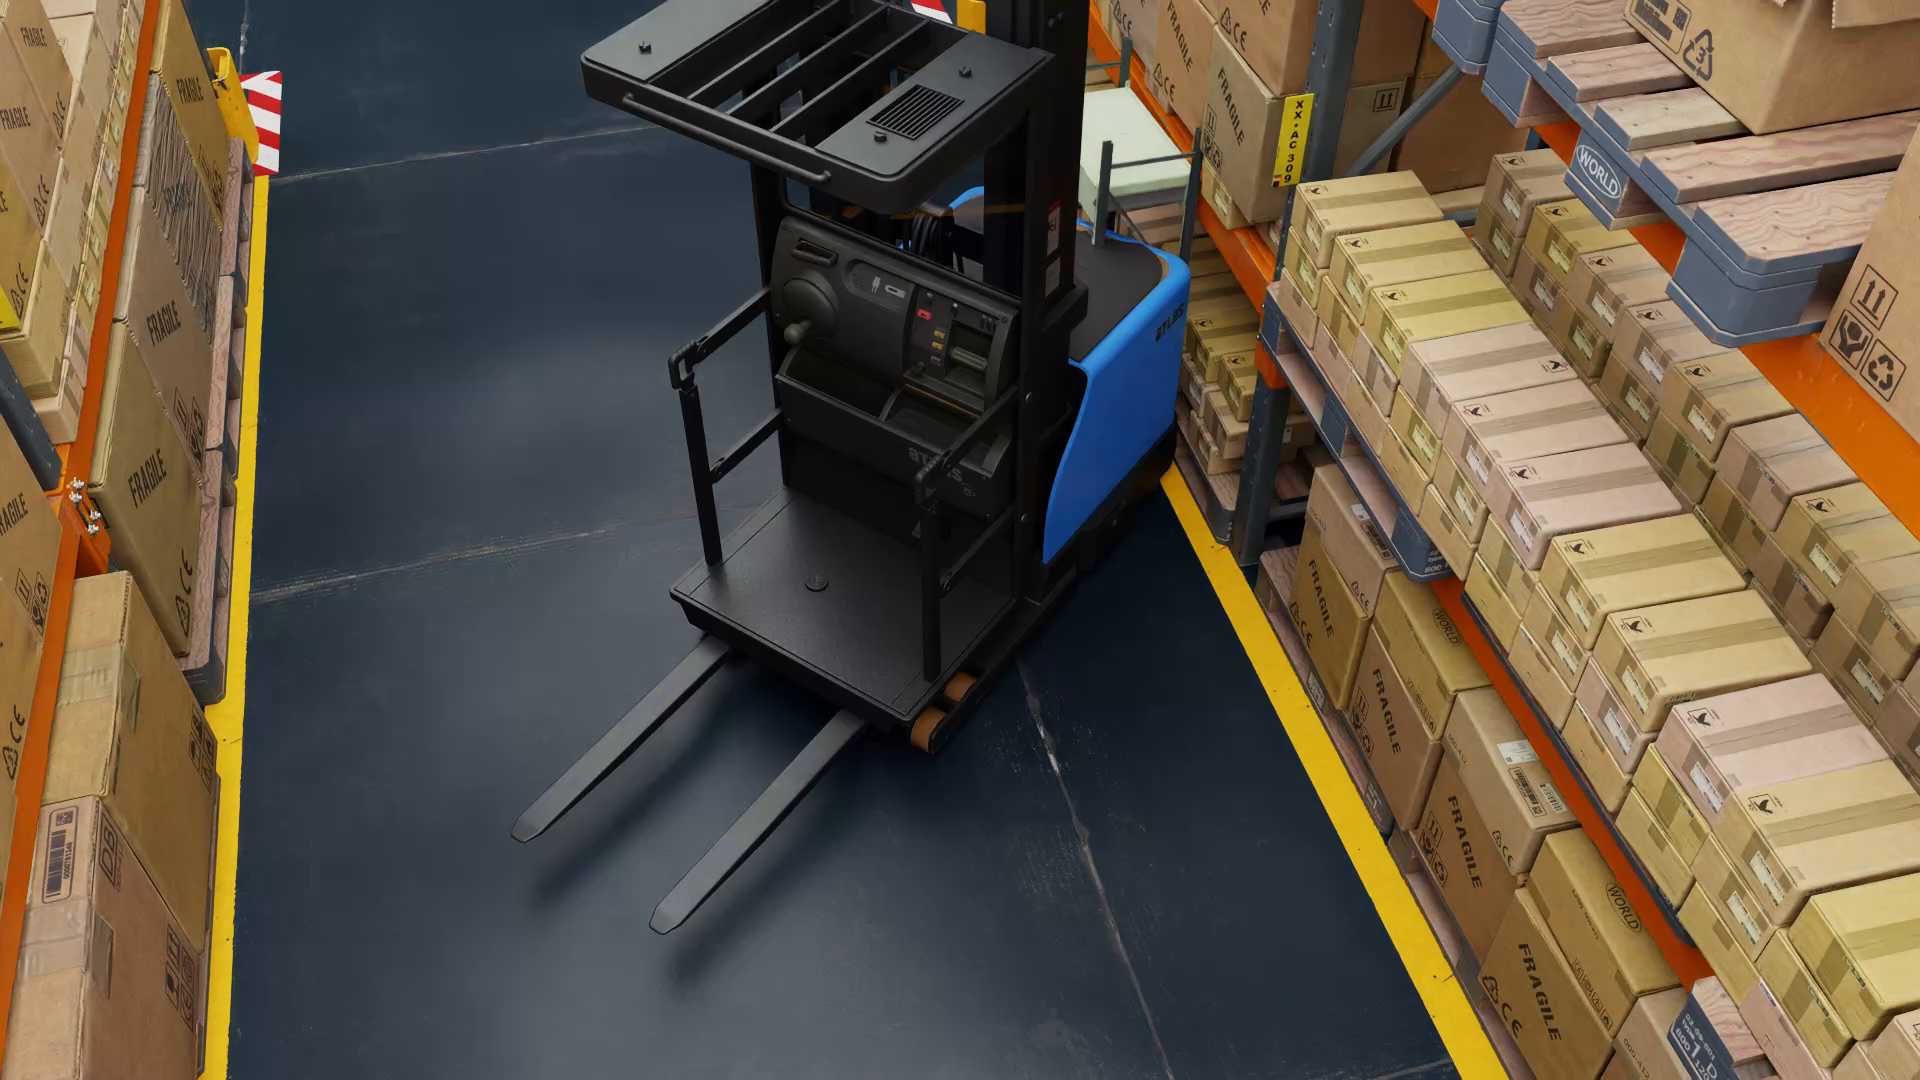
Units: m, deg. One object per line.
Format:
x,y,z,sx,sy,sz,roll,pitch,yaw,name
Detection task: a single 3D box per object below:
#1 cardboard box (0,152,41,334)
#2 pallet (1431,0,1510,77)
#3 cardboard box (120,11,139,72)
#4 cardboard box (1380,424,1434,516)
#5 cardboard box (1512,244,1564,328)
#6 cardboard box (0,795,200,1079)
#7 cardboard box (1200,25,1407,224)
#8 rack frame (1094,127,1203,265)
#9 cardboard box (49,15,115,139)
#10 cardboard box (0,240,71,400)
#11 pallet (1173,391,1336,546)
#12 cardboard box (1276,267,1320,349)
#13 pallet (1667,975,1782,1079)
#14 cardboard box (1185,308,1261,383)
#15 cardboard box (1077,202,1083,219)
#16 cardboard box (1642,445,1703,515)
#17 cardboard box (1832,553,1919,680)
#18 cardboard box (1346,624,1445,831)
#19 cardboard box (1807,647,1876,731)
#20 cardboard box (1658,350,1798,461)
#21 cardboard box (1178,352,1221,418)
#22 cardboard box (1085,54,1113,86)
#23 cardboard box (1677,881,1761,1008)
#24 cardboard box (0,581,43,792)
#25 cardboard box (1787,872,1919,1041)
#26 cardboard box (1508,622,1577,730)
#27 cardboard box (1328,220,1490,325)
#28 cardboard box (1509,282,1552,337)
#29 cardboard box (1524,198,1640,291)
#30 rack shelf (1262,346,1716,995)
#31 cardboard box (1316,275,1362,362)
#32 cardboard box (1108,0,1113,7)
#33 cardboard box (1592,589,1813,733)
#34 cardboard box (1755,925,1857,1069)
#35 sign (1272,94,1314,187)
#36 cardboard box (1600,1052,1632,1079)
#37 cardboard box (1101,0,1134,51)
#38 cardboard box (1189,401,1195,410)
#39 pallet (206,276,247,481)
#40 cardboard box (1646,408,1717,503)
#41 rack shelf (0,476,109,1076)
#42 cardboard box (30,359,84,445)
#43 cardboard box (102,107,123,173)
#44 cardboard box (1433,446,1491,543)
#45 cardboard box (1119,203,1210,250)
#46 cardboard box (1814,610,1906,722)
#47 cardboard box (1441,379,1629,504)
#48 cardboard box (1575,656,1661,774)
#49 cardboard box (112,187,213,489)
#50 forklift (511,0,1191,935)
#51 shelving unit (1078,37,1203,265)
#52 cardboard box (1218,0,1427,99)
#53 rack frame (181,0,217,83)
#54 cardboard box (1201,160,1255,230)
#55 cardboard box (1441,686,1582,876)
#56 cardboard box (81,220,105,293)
-3.113,-0.924,4.927,0.500,0.500,0.500,-11,47,-10,cardboard box
1.638,-1.608,4.257,1.213,0.211,1.003,-11,47,-10,pallet
-3.590,-2.015,6.801,0.380,0.149,0.250,-12,47,-11,cardboard box
1.439,-0.235,4.762,0.380,0.149,0.250,-10,46,-10,cardboard box
1.944,-0.812,5.119,0.380,0.149,0.250,-10,46,-10,cardboard box
-2.825,1.420,4.452,1.225,0.875,0.875,-12,47,-12,cardboard box
1.186,-1.491,5.832,0.500,0.500,0.500,-11,47,-10,cardboard box
0.695,-0.926,6.562,0.400,1.500,0.023,-11,45,-13,rack frame
-3.484,-1.699,6.211,0.500,0.250,0.500,-11,47,-10,cardboard box
-3.105,-0.656,5.189,0.500,0.250,0.500,-11,47,-11,cardboard box
1.377,-0.550,7.142,1.003,0.211,1.213,-11,47,-10,pallet
1.239,-0.772,5.288,0.380,0.149,0.250,-13,47,-12,cardboard box
2.321,1.287,3.523,1.213,0.211,1.003,-11,47,-10,pallet
1.136,-0.794,6.713,0.380,0.149,0.250,-10,46,-10,cardboard box
0.696,-1.681,7.999,0.380,0.149,0.250,-13,47,-12,cardboard box
2.145,-0.174,4.703,0.380,0.149,0.250,-13,47,-12,cardboard box
2.338,0.164,3.955,0.380,0.149,0.250,-9,46,-9,cardboard box
1.652,0.582,5.535,0.500,0.500,0.500,-9,46,-9,cardboard box
2.346,0.373,4.167,0.380,0.149,0.250,-10,46,-10,cardboard box
2.135,-0.379,4.487,0.380,0.149,0.250,-12,47,-12,cardboard box
1.113,-0.666,6.797,0.380,0.149,0.250,-13,47,-12,cardboard box
0.635,-2.243,8.133,0.380,0.149,0.250,-13,47,-12,cardboard box
1.848,0.855,3.694,0.380,0.149,0.250,-11,47,-11,cardboard box
-2.734,0.349,4.238,0.500,0.500,0.500,-9,46,-9,cardboard box
1.909,0.816,3.315,0.380,0.149,0.250,-9,46,-9,cardboard box
1.640,0.303,4.235,0.380,0.149,0.250,-13,47,-12,cardboard box
1.316,-0.789,4.888,0.380,0.149,0.250,-10,46,-9,cardboard box
1.943,-0.711,5.228,0.380,0.149,0.250,-10,47,-10,cardboard box
1.944,-0.910,5.007,0.380,0.149,0.250,-12,47,-12,cardboard box
2.095,0.563,4.601,1.077,0.370,4.000,-11,47,-10,rack shelf
1.307,-0.698,5.007,0.380,0.149,0.250,-12,47,-11,cardboard box
0.818,-2.553,6.874,0.500,0.500,0.500,-12,47,-11,cardboard box
1.709,0.277,3.843,0.380,0.149,0.250,-9,46,-8,cardboard box
1.900,0.906,3.435,0.380,0.149,0.250,-10,46,-9,cardboard box
1.060,-1.268,5.286,0.100,0.325,0.005,-11,47,-10,sign
2.056,1.655,4.484,0.500,0.500,0.500,-9,46,-9,cardboard box
0.813,-2.202,6.984,0.380,0.149,0.250,-10,46,-10,cardboard box
1.167,-0.621,6.961,0.380,0.149,0.250,-10,46,-9,cardboard box
-3.673,-0.639,7.229,1.003,0.211,1.213,-11,47,-10,pallet
2.144,-0.272,4.590,0.380,0.149,0.250,-13,47,-12,cardboard box
-2.726,1.401,3.781,1.077,0.370,4.000,-11,47,-10,rack shelf
-2.992,-0.409,5.227,0.380,0.149,0.250,-11,47,-10,cardboard box
-3.393,-1.485,6.281,0.380,0.149,0.250,-12,47,-11,cardboard box
1.512,-0.154,4.475,0.380,0.149,0.250,-9,46,-9,cardboard box
0.916,-1.328,7.237,0.380,0.149,0.250,-13,47,-12,cardboard box
2.346,0.270,4.059,0.380,0.149,0.250,-11,47,-11,cardboard box
1.507,-0.262,4.372,0.380,0.149,0.250,-11,47,-11,cardboard box
1.708,0.381,3.950,0.380,0.149,0.250,-10,46,-9,cardboard box
-3.560,-0.727,6.556,0.875,0.875,0.875,-11,47,-10,cardboard box
-0.355,-0.655,5.340,1.130,2.935,3.031,26,51,23,forklift
0.586,-1.168,6.814,0.431,1.500,0.755,-11,45,-13,shelving unit
1.201,-1.833,5.468,0.500,0.500,0.500,-12,47,-12,cardboard box
-4.262,-2.994,7.584,1.000,3.000,0.127,-11,47,-10,rack frame
1.112,-1.294,6.093,0.380,0.149,0.250,-12,47,-11,cardboard box
1.781,0.675,4.919,0.500,0.250,0.500,-9,46,-9,cardboard box
-3.196,-0.954,5.760,0.380,0.149,0.250,-12,47,-11,cardboard box
